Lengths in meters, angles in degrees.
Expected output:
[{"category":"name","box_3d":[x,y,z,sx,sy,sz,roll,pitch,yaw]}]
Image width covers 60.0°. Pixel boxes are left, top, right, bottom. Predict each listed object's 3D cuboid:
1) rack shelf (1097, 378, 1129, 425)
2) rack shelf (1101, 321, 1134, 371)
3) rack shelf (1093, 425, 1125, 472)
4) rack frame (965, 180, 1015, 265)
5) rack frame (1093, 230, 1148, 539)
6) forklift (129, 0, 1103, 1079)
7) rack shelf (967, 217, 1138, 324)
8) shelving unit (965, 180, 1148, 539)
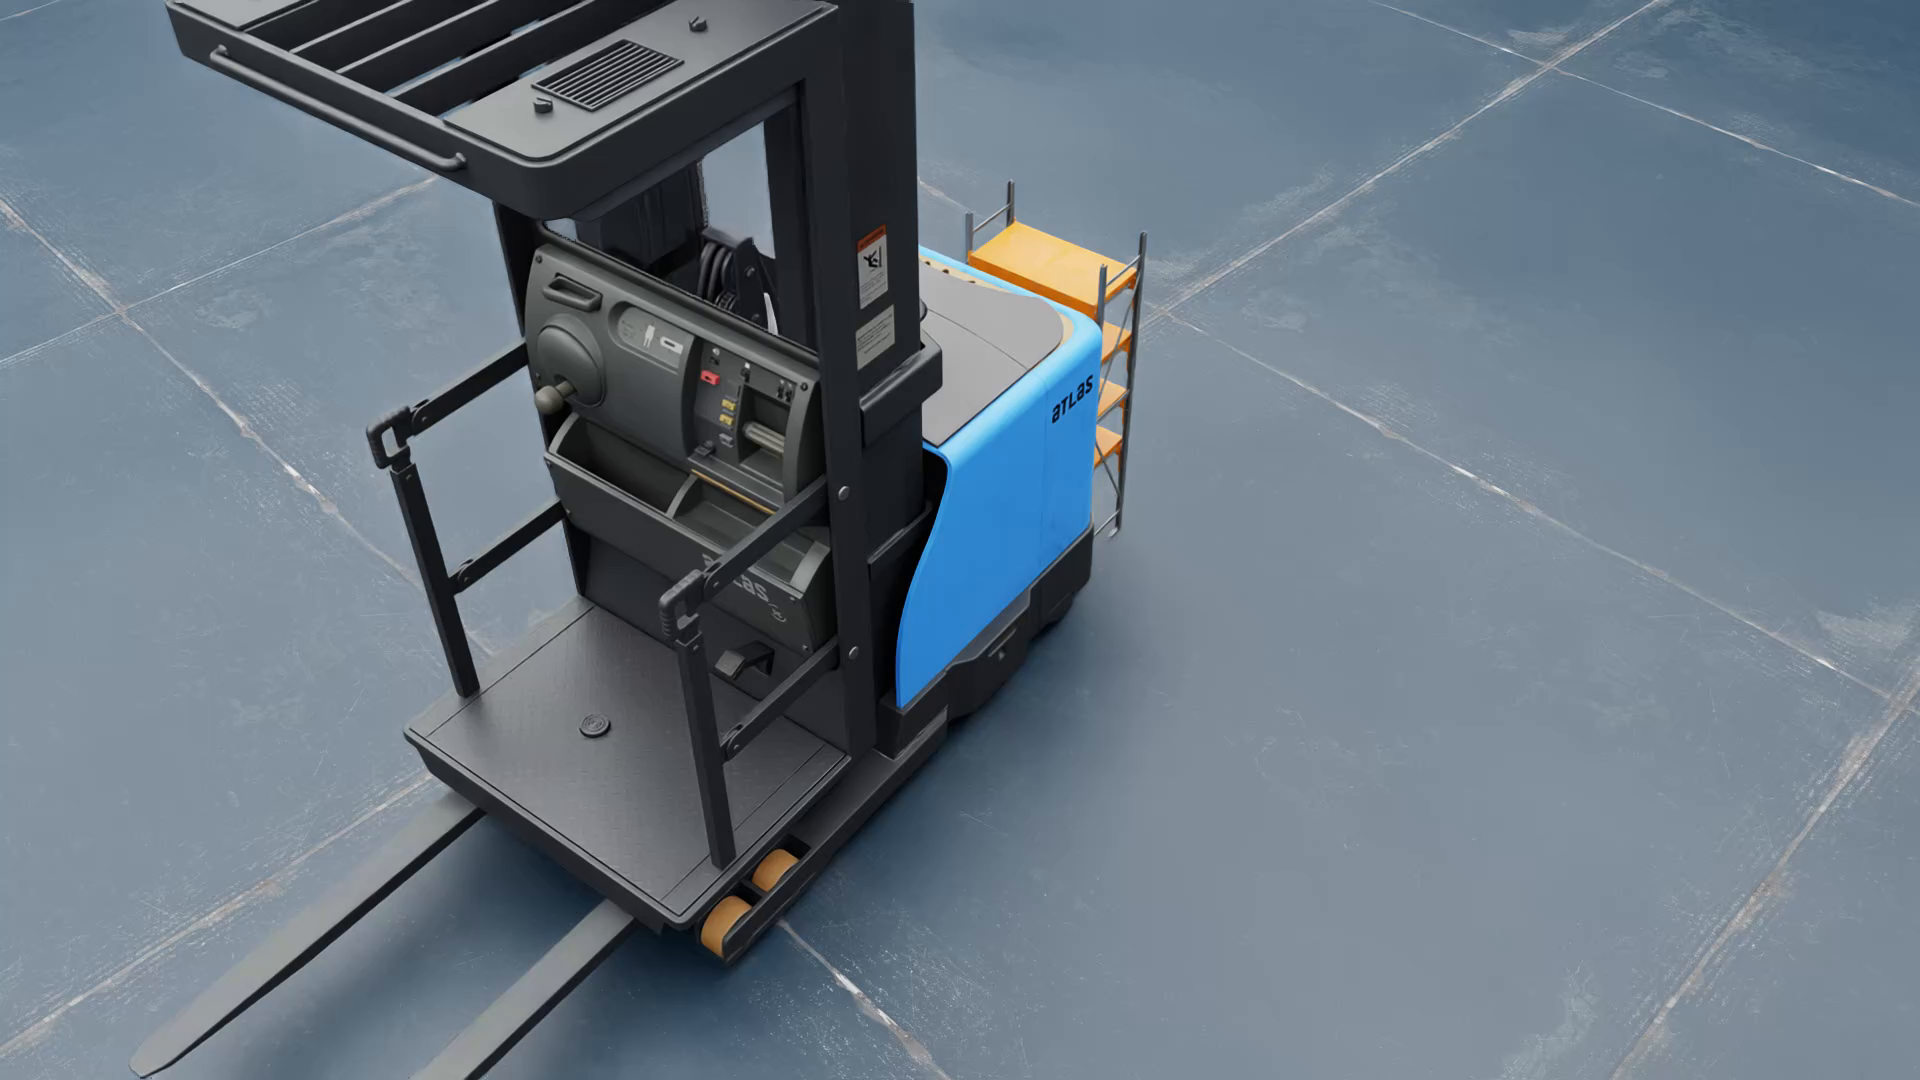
[{"category":"rack shelf","box_3d":[0.289,-0.470,5.474,0.480,0.148,0.258,27,49,26]},{"category":"rack shelf","box_3d":[0.289,-0.635,5.322,0.480,0.148,0.258,27,49,26]},{"category":"rack shelf","box_3d":[0.289,-0.324,5.608,0.480,0.148,0.258,27,49,26]},{"category":"rack frame","box_3d":[0.093,-0.619,5.535,0.015,1.200,0.240,27,49,26]},{"category":"rack frame","box_3d":[0.484,-0.421,5.321,0.015,1.200,0.240,27,49,26]},{"category":"forklift","box_3d":[-0.850,-0.324,3.941,1.130,2.935,3.031,27,49,26]},{"category":"rack shelf","box_3d":[0.289,-0.809,5.162,0.480,0.148,0.258,27,49,26]},{"category":"shelving unit","box_3d":[0.289,-0.520,5.428,0.503,1.200,0.258,27,49,26]}]
